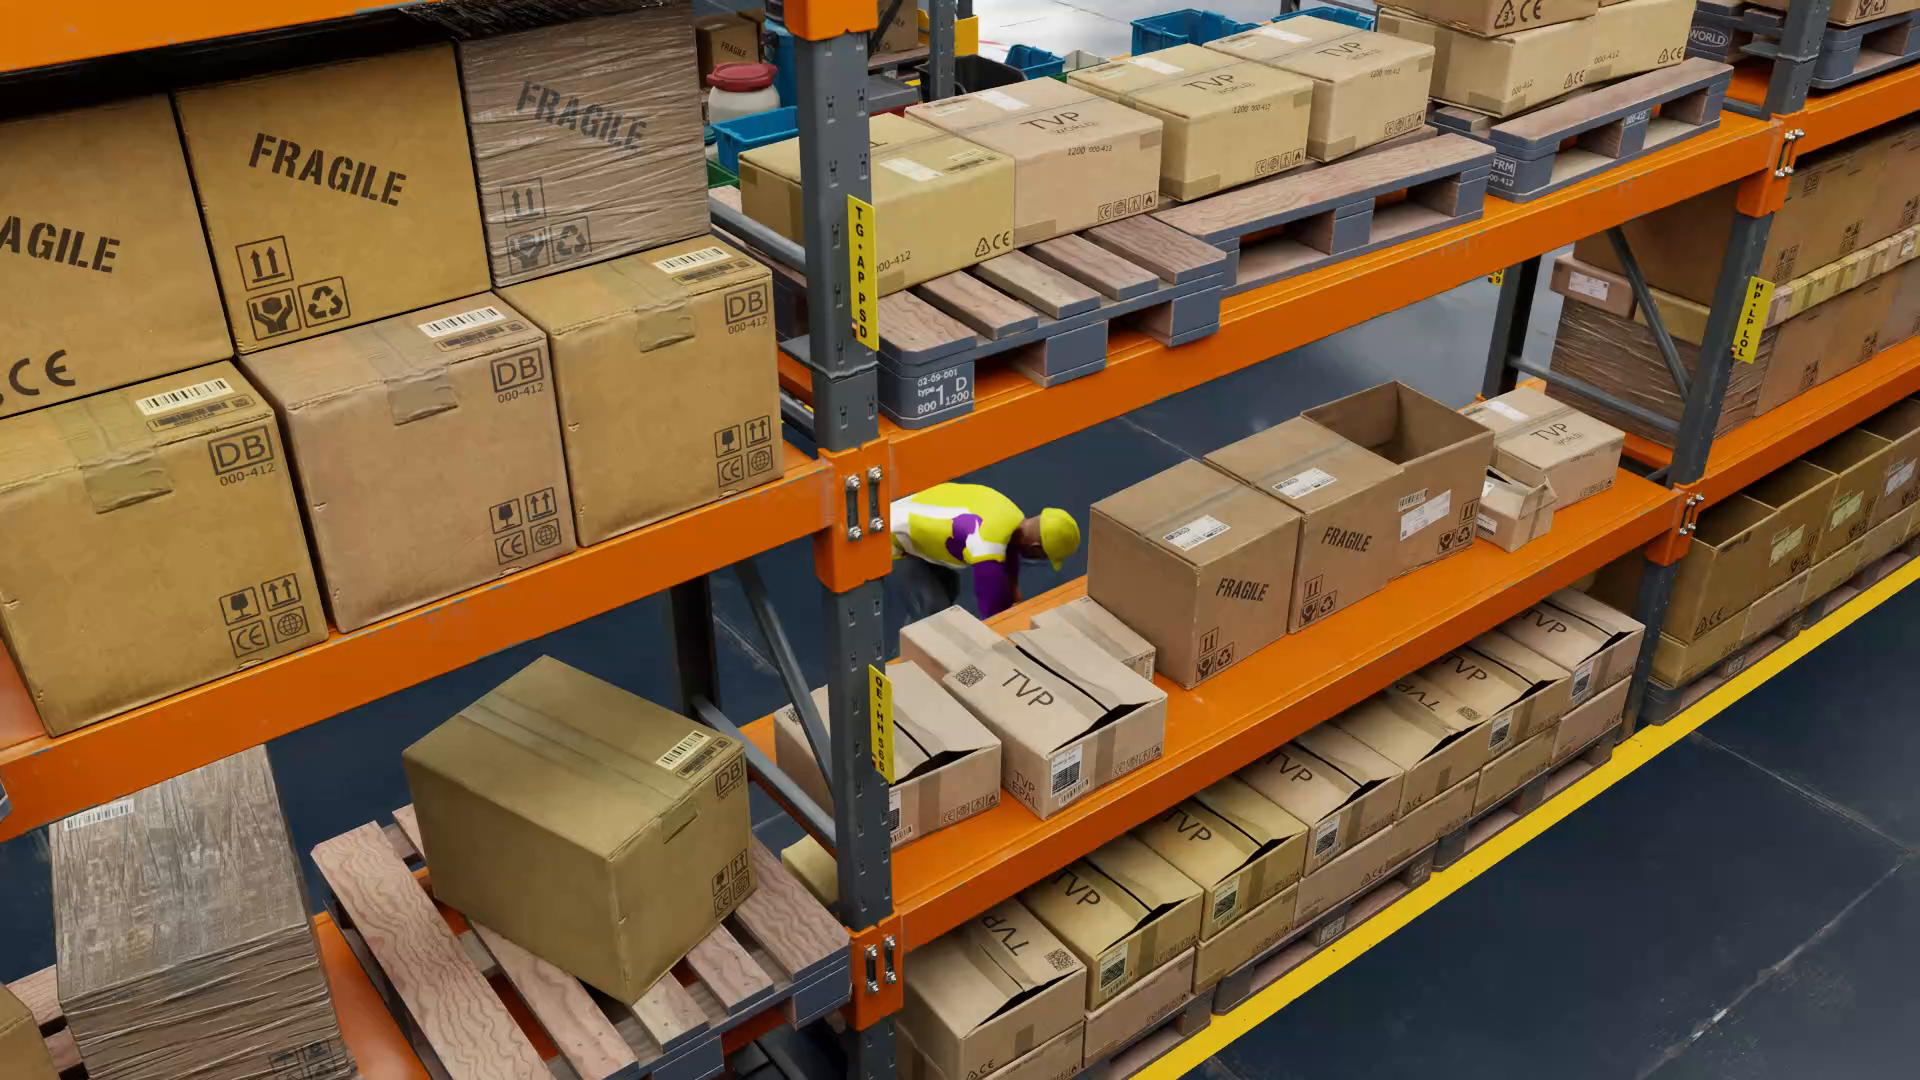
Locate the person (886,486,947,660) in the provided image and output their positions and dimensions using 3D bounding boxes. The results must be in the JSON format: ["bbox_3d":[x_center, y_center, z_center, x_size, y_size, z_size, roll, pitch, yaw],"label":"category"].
[{"bbox_3d":[-0.167,-0.077,7.221,0.577,1.767,0.644,5,32,9],"label":"person"}]
